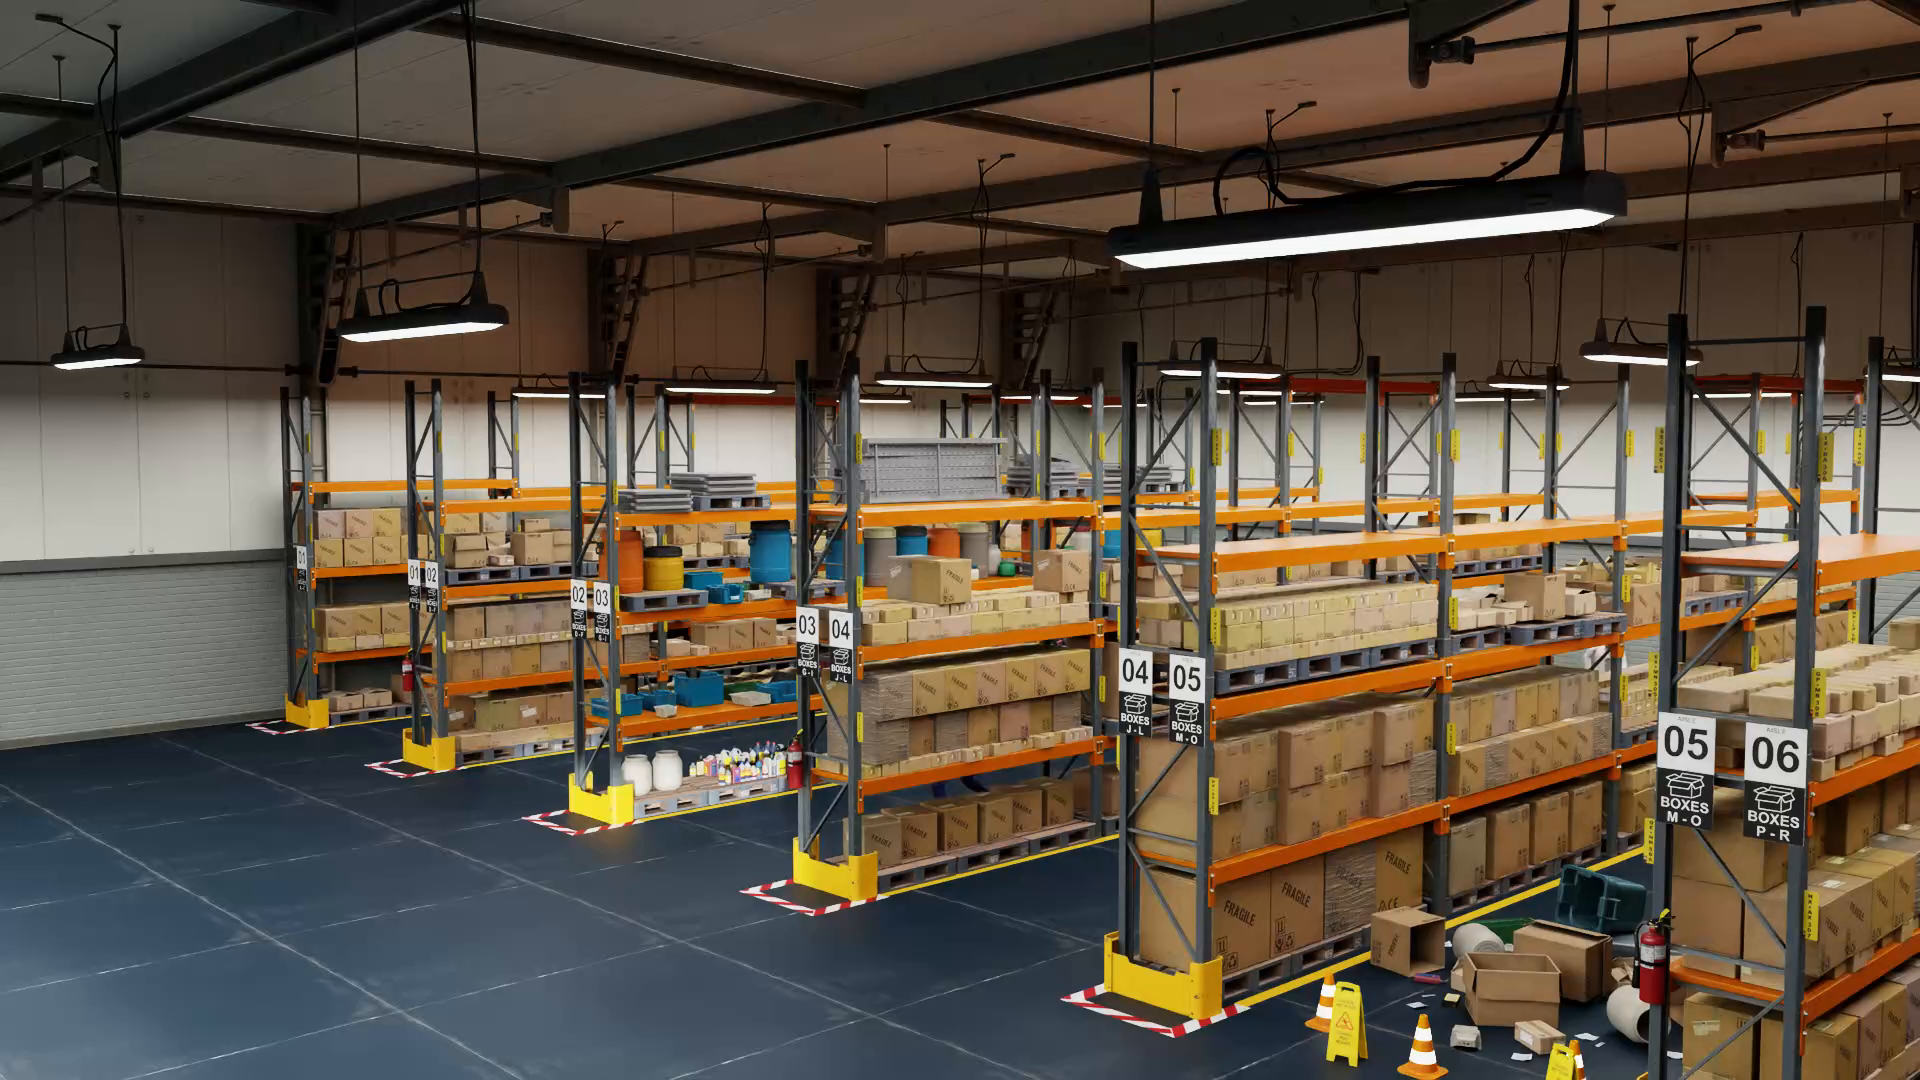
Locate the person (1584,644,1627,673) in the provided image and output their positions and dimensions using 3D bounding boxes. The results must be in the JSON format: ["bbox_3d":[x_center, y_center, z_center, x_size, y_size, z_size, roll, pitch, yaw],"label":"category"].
[{"bbox_3d":[11.301,2.553,29.123,0.693,1.518,0.812,1,4,14],"label":"person"}]

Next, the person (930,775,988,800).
[{"bbox_3d":[-0.032,2.961,22.616,1.064,1.455,0.587,-2,4,-25],"label":"person"}]
